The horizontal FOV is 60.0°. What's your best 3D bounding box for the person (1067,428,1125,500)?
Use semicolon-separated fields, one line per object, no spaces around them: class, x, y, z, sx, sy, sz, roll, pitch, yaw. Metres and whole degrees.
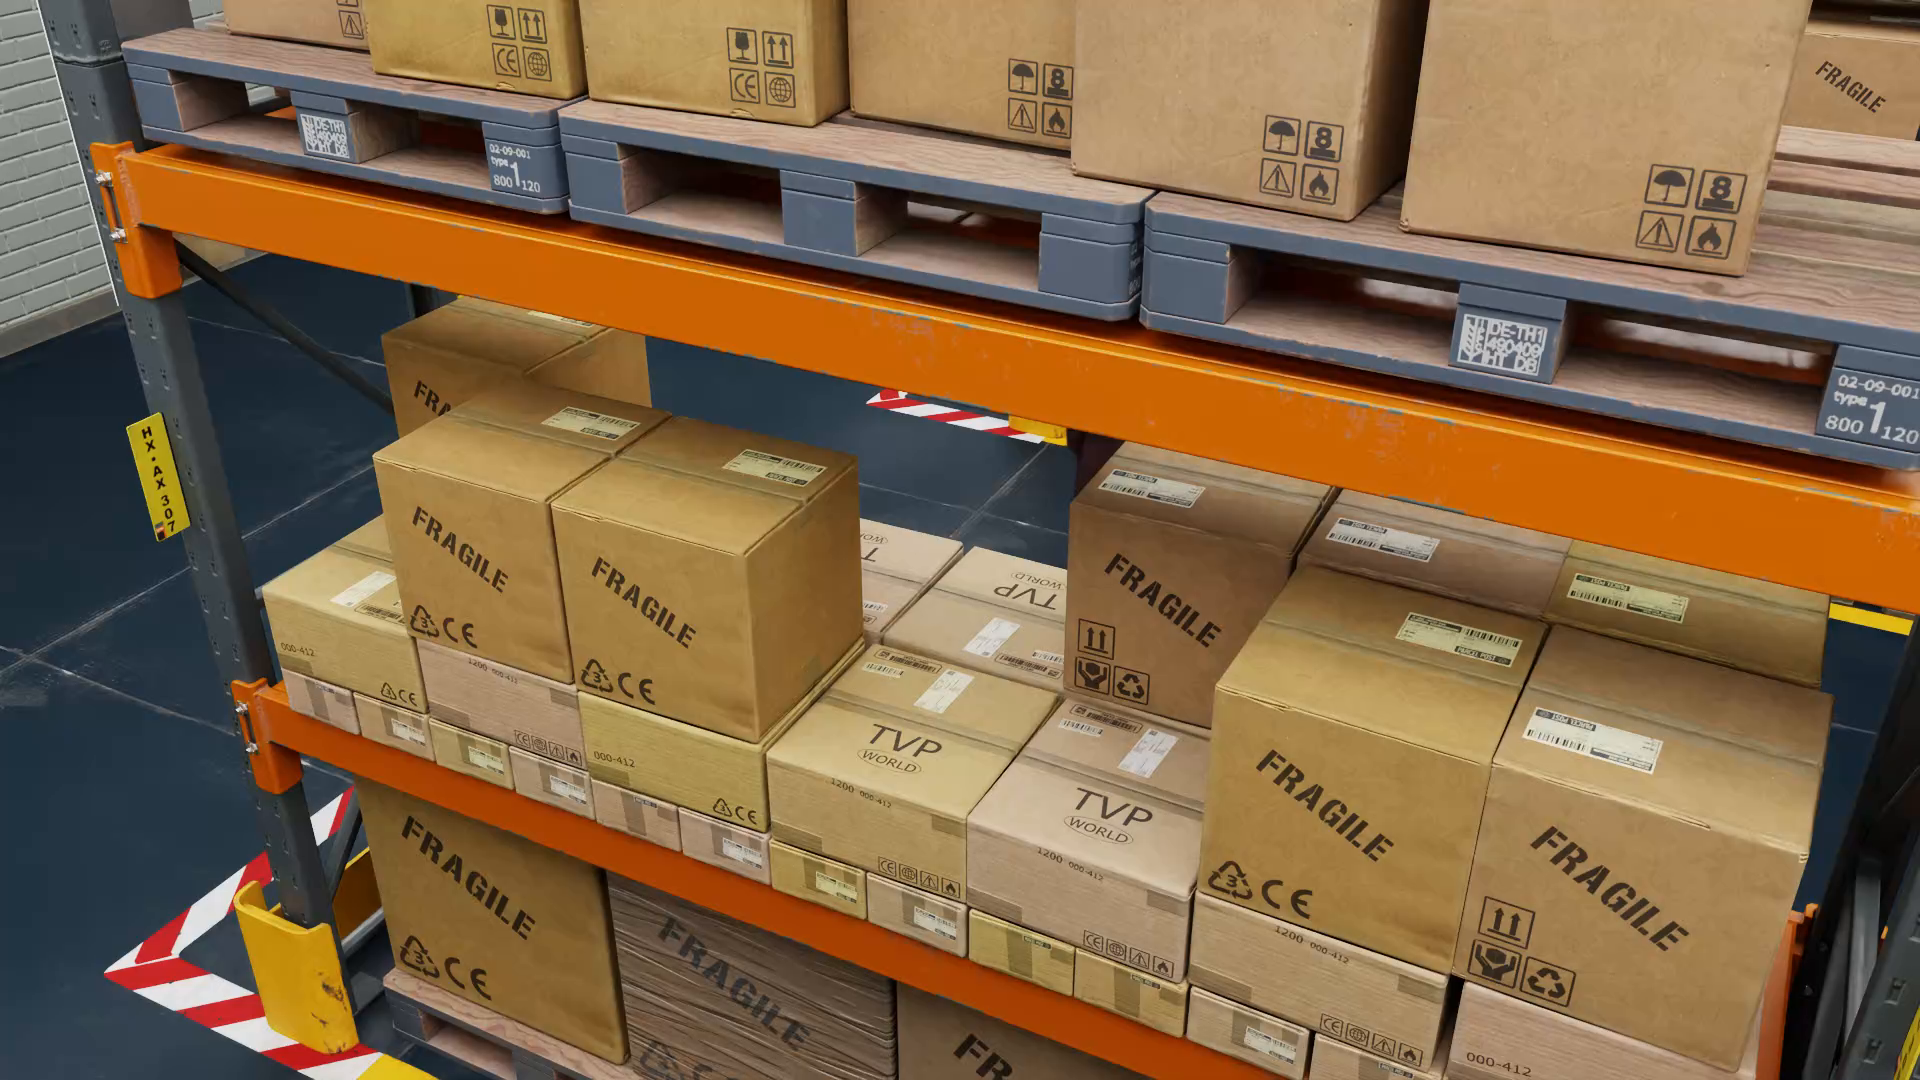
person;0.683;-0.306;6.707;0.569;1.761;0.382;15;33;24
